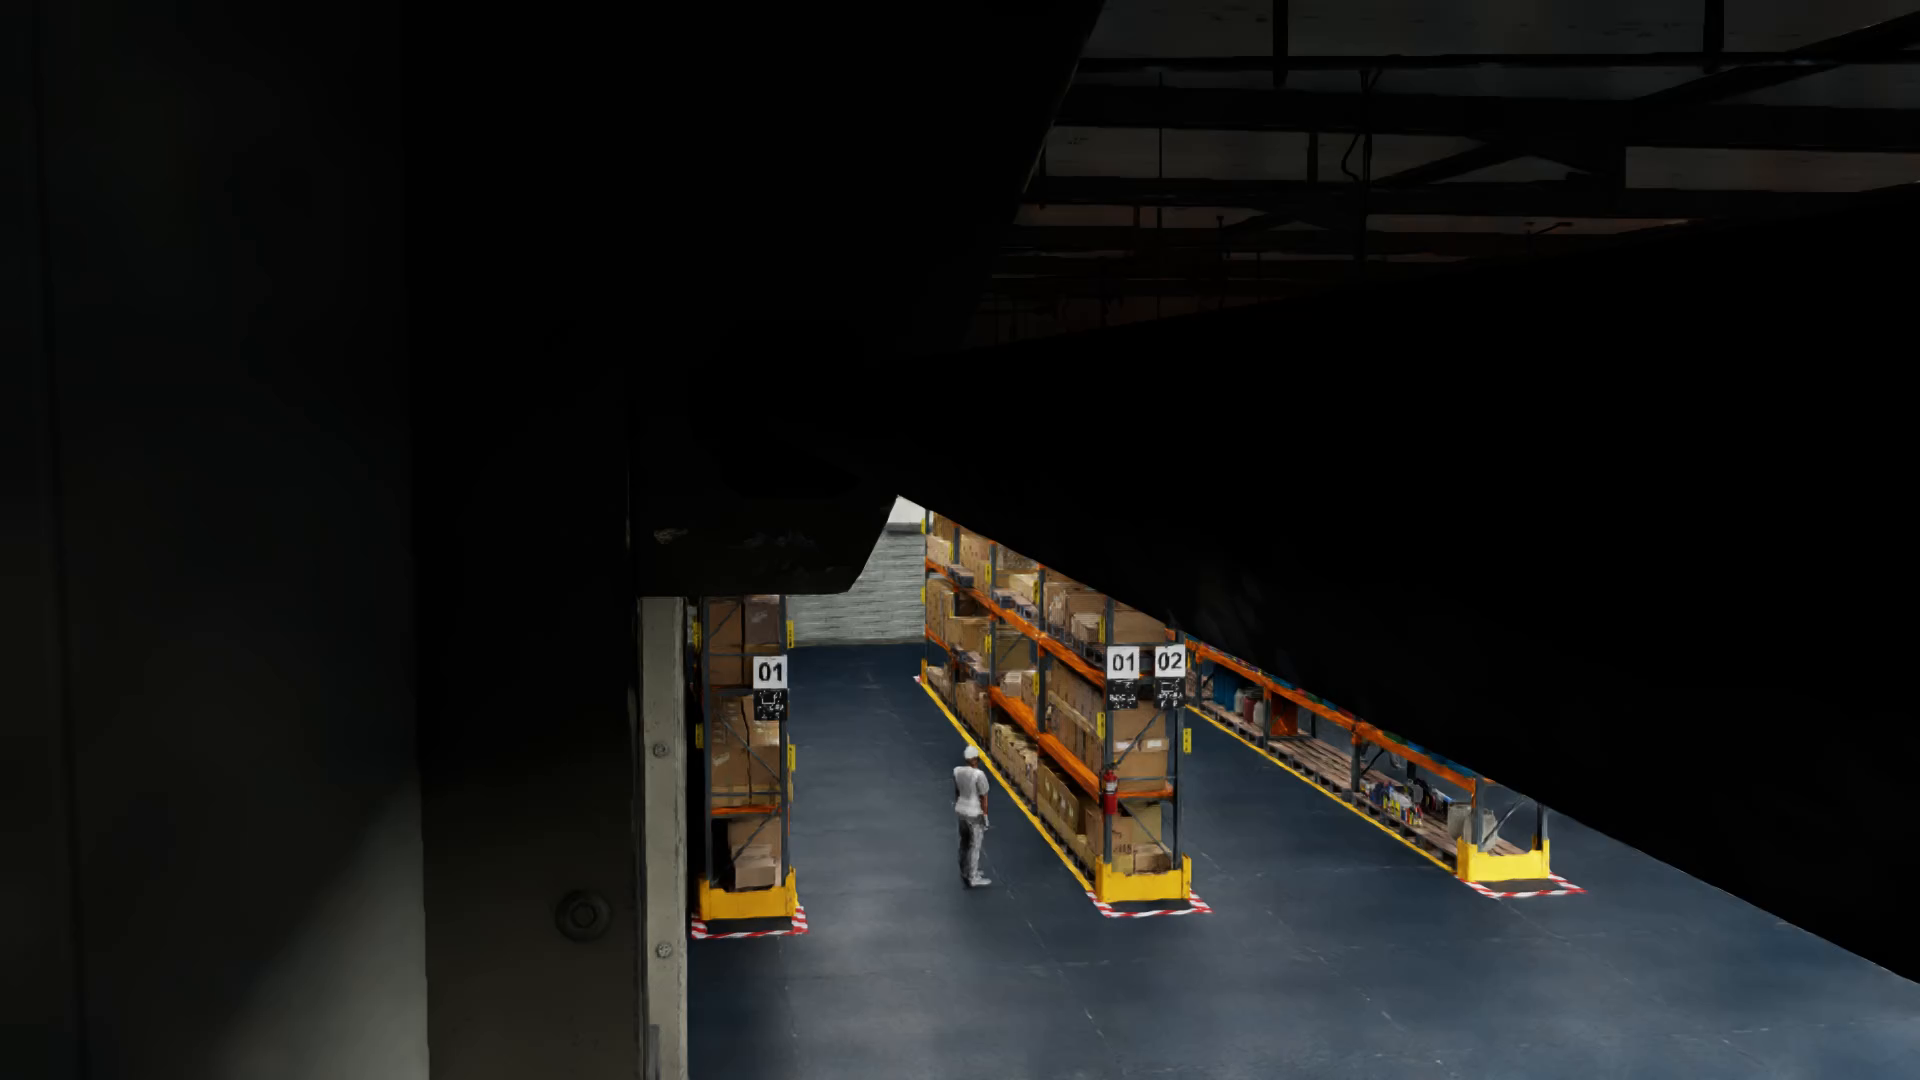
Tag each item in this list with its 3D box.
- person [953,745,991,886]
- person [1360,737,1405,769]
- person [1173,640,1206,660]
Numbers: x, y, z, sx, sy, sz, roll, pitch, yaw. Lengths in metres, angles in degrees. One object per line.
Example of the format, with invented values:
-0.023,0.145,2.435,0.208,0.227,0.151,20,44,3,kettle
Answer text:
0.185,3.528,21.518,0.450,1.782,0.614,-4,7,-40,person
7.097,3.042,28.112,0.470,1.595,1.060,-2,5,-18,person
5.344,2.002,39.356,0.684,1.715,0.844,-2,6,-26,person
